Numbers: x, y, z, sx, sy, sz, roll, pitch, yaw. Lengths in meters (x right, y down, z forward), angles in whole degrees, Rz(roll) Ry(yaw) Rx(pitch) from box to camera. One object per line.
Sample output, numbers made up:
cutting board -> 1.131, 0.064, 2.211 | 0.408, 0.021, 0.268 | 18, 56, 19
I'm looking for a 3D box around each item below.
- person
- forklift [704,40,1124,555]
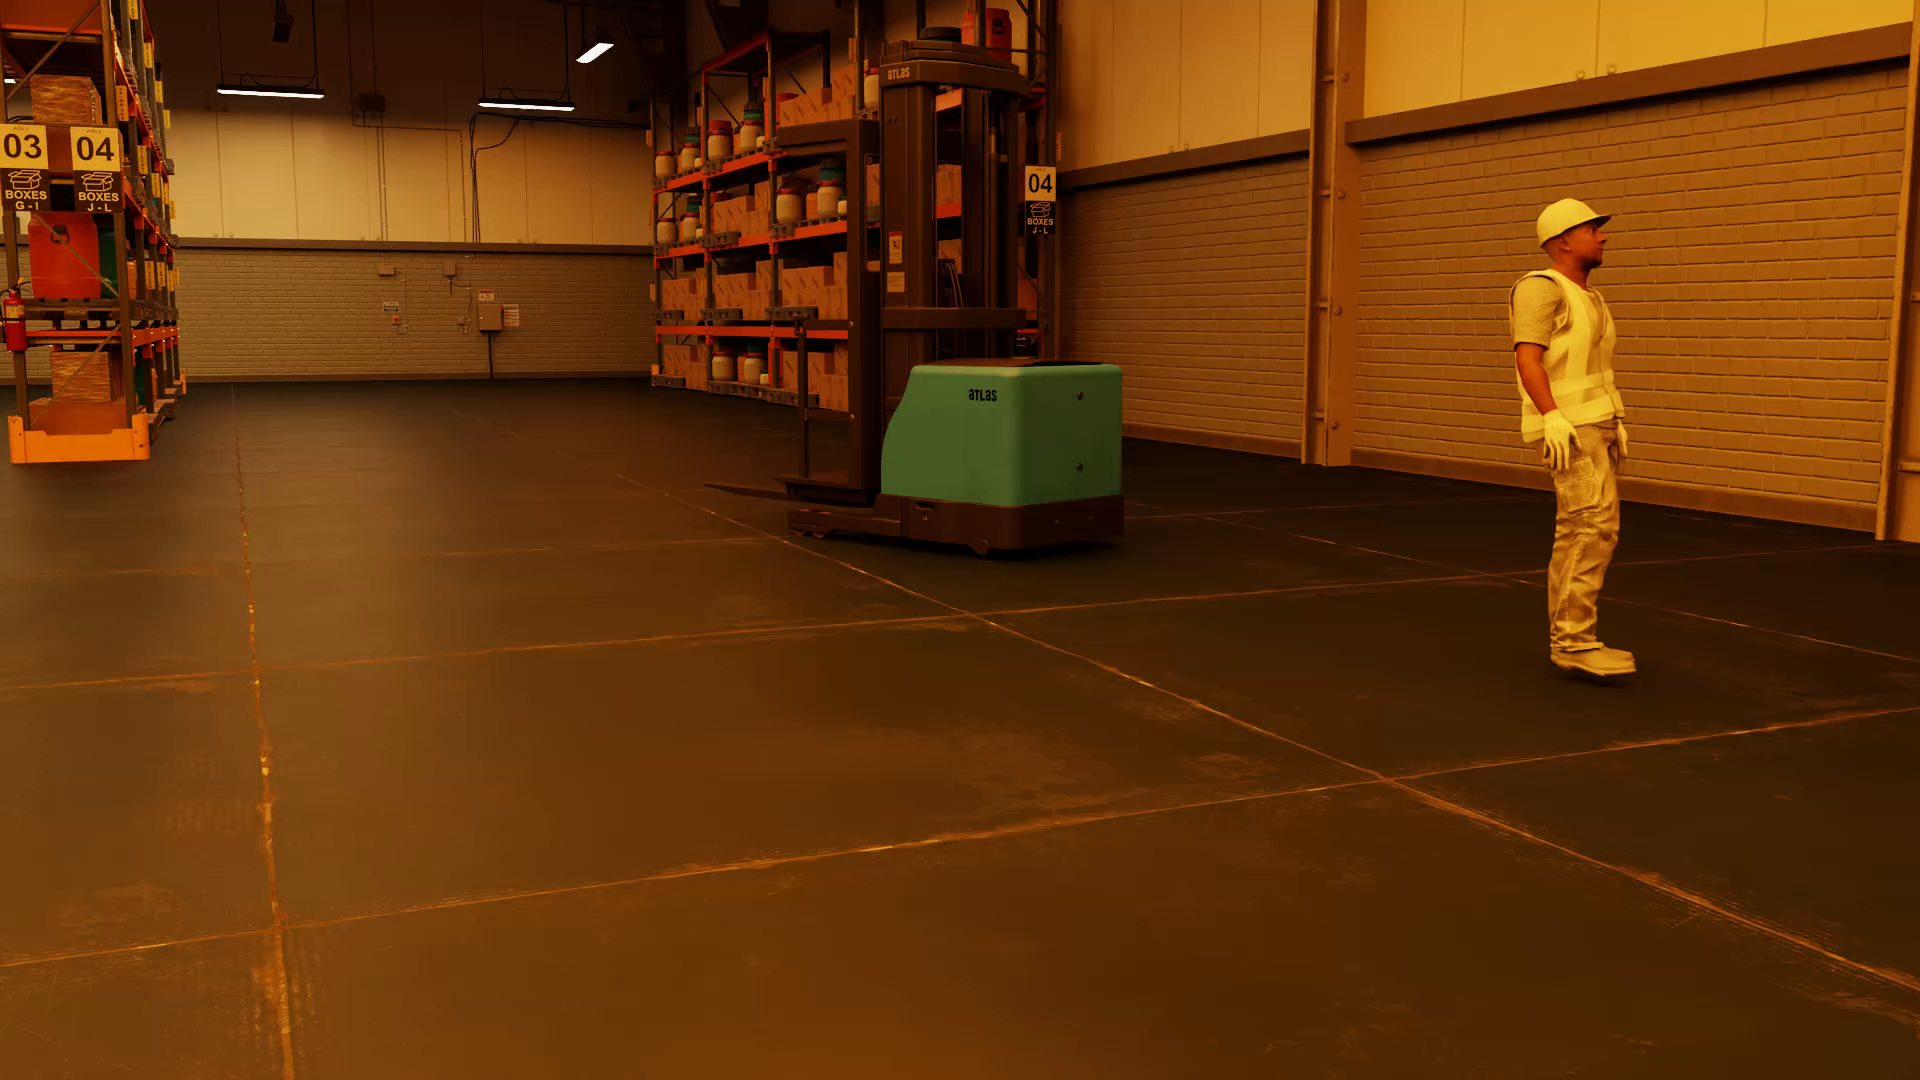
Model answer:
person -> 2.395, -0.396, 6.293 | 0.590, 1.778, 0.656 | 7, 10, 41
forklift -> -0.436, -1.509, 10.383 | 3.031, 2.935, 1.130 | 7, 10, 44
